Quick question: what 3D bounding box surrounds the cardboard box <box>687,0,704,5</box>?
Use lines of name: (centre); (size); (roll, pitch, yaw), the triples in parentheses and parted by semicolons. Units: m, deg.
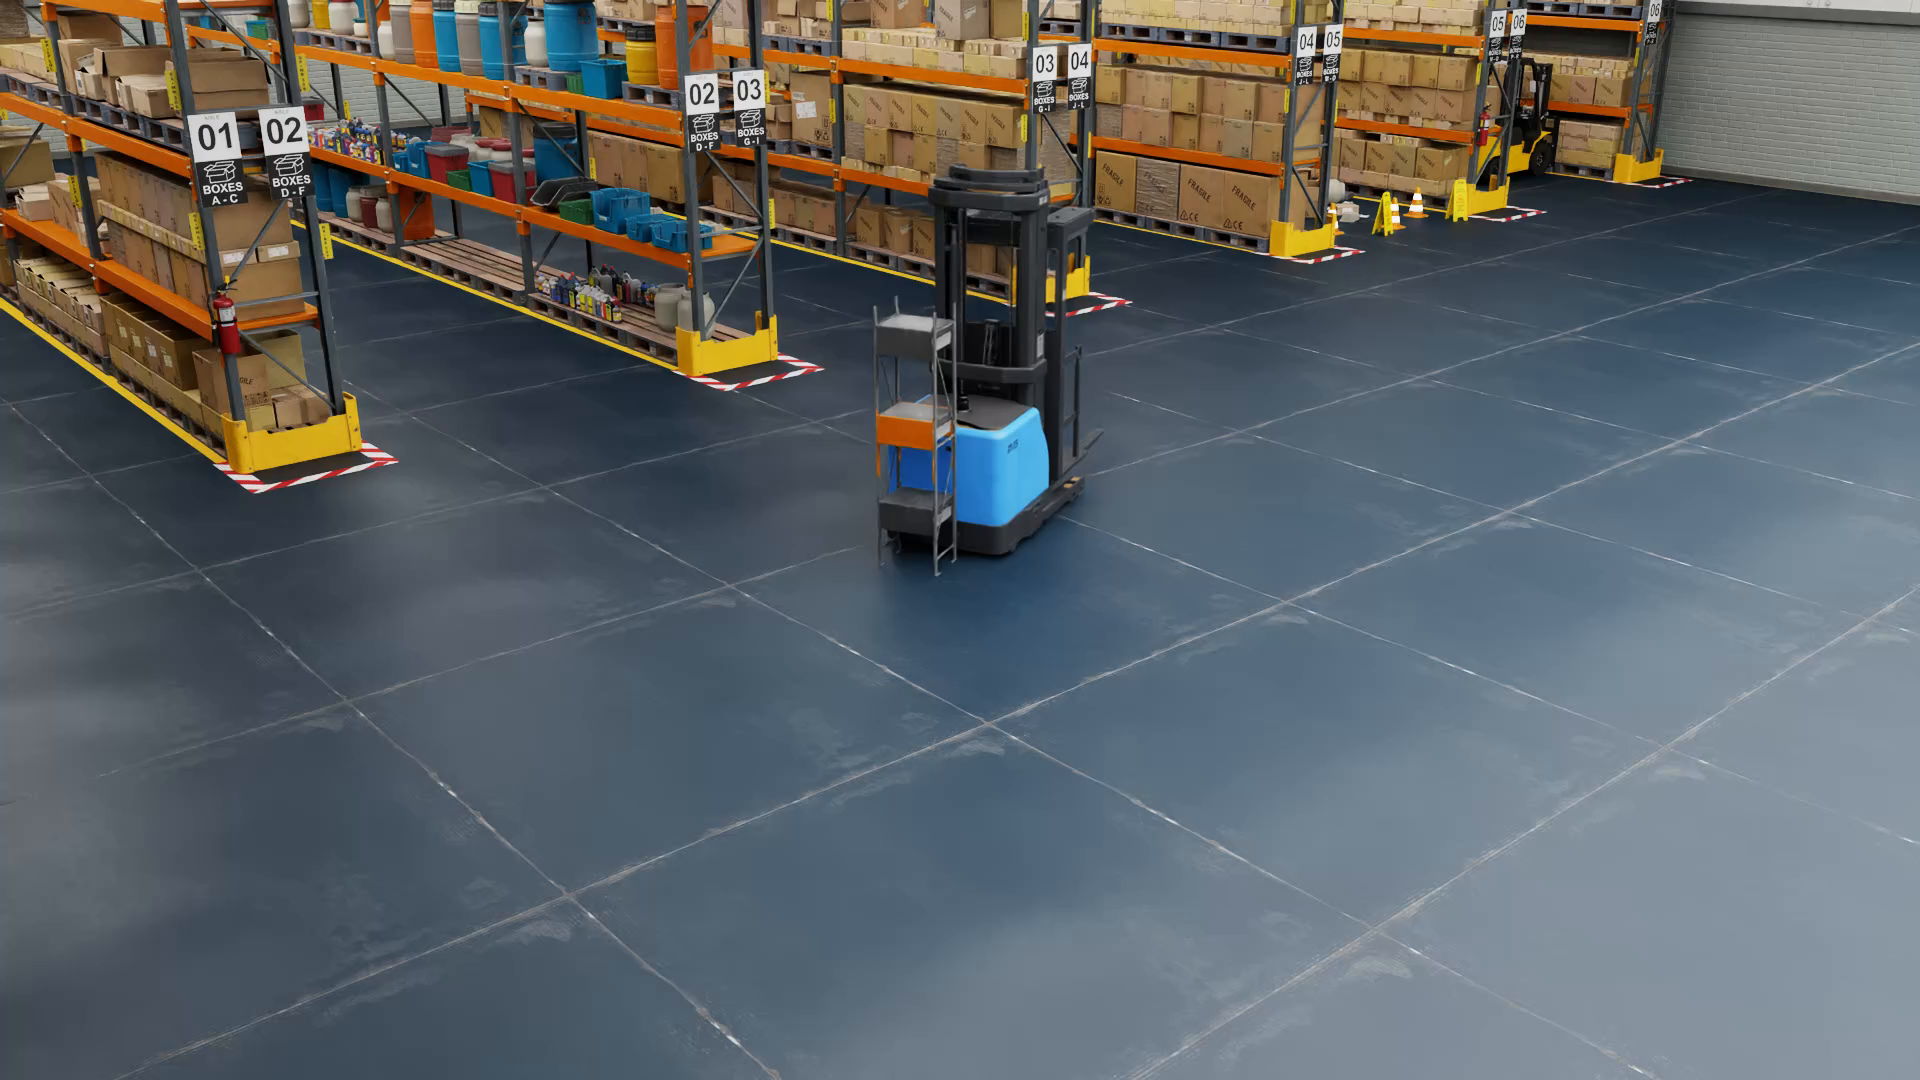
cardboard box: (-3.880, -8.238, 25.695); (0.500, 0.500, 0.500); (-17, 27, -37)

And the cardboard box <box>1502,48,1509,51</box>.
cardboard box: (10.637, -9.511, 32.447); (0.380, 0.149, 0.250); (-18, 28, -38)

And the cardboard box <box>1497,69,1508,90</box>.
cardboard box: (10.660, -8.772, 31.856); (0.500, 0.500, 0.500); (-18, 28, -38)

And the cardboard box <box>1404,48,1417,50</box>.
cardboard box: (9.194, -9.983, 34.058); (0.380, 0.149, 0.250); (-17, 27, -37)

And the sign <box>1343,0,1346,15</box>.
sign: (5.478, -7.667, 23.751); (0.100, 0.325, 0.005); (-17, 27, -37)

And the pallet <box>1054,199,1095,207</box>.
pallet: (1.882, -5.698, 27.968); (1.003, 0.211, 1.213); (-17, 27, -37)

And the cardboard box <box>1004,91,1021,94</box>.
cardboard box: (1.118, -7.870, 28.182); (0.700, 0.500, 0.500); (-18, 28, -38)

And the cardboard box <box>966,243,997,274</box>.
cardboard box: (0.419, -3.908, 22.426); (0.500, 0.500, 0.500); (-10, 23, -24)

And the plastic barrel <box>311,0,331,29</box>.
plastic barrel: (-9.606, -8.155, 25.472); (0.600, 0.588, 0.600); (0, 21, 0)

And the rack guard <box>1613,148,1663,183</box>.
rack guard: (12.511, -6.914, 30.677); (1.175, 0.500, 0.348); (-17, 27, -37)

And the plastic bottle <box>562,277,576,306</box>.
plastic bottle: (-4.798, -3.066, 20.455); (0.144, 0.351, 0.185); (-19, 28, -40)

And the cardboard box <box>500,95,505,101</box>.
cardboard box: (-8.391, -8.315, 31.171); (0.380, 0.149, 0.250); (-18, 28, -38)

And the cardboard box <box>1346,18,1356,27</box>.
cardboard box: (6.817, -8.859, 28.448); (0.380, 0.149, 0.250); (-19, 28, -39)

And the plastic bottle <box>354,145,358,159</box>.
plastic bottle: (-8.862, -5.726, 24.489); (0.097, 0.201, 0.097); (0, 21, 0)

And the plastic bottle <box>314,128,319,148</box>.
plastic bottle: (-9.860, -6.177, 25.527); (0.061, 0.283, 0.133); (-17, 27, -37)

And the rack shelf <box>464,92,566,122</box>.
rack shelf: (-7.909, -8.076, 31.202); (1.077, 0.370, 4.000); (-17, 27, -37)

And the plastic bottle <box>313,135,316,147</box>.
plastic bottle: (-9.921, -6.175, 25.634); (0.097, 0.201, 0.097); (0, 21, 0)

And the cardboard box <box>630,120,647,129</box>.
cardboard box: (-5.165, -7.159, 27.738); (0.500, 0.500, 0.500); (-19, 28, -39)

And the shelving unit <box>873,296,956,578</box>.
shelving unit: (-0.339, -0.787, 12.841); (0.503, 2.100, 0.431); (9, 23, 22)

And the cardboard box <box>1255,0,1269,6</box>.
cardboard box: (4.414, -7.670, 23.606); (0.380, 0.149, 0.250); (-17, 27, -37)

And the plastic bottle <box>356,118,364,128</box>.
plastic bottle: (-9.387, -6.429, 26.079); (0.144, 0.351, 0.185); (-17, 27, -37)

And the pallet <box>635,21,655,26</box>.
pallet: (-4.453, -8.227, 26.748); (1.213, 0.211, 1.003); (-16, 26, -35)

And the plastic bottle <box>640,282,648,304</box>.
plastic bottle: (-3.891, -3.052, 20.526); (0.097, 0.271, 0.097); (0, 21, 0)

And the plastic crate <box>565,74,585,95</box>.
plastic crate: (-4.310, -5.266, 19.220); (0.336, 0.188, 0.450); (-17, 27, -37)

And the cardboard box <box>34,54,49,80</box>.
cardboard box: (-10.090, -5.356, 18.789); (0.500, 0.250, 0.500); (20, 29, 41)

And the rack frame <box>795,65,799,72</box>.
rack frame: (-2.780, -9.011, 32.604); (1.000, 3.000, 0.127); (-17, 27, -37)

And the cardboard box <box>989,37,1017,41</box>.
cardboard box: (0.592, -6.482, 21.692); (0.380, 0.149, 0.250); (-18, 27, -38)

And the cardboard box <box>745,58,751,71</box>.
cardboard box: (-3.971, -9.544, 33.419); (0.500, 0.500, 0.500); (-18, 27, -38)

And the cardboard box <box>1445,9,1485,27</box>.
cardboard box: (8.199, -8.445, 26.842); (0.500, 0.250, 0.500); (-18, 28, -38)

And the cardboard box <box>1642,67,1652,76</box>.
cardboard box: (12.470, -8.589, 30.499); (0.380, 0.149, 0.250); (-18, 28, -39)

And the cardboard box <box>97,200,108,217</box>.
cardboard box: (-8.860, -3.519, 17.555); (0.380, 0.149, 0.250); (-18, 27, -38)

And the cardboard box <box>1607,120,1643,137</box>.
cardboard box: (12.325, -7.643, 30.935); (0.500, 0.250, 0.500); (-18, 28, -38)

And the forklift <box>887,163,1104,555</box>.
forklift: (0.457, -1.748, 14.155); (1.130, 2.935, 3.031); (9, 23, 22)

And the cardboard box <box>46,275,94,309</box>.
cardboard box: (-10.364, -2.931, 19.506); (0.500, 0.311, 0.500); (-18, 28, -38)

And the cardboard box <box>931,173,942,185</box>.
cardboard box: (-0.171, -4.845, 22.311); (0.380, 0.149, 0.250); (-17, 27, -37)

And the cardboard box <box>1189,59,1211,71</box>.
cardboard box: (4.651, -8.886, 31.164); (0.500, 0.500, 0.500); (-19, 28, -39)

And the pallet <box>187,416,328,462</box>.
pallet: (-6.808, -1.089, 16.200); (1.003, 0.211, 1.213); (-17, 27, -37)

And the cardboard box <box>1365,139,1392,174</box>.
cardboard box: (7.349, -6.610, 28.640); (0.500, 0.500, 0.500); (-18, 28, -39)

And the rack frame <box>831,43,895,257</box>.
rack frame: (-1.381, -5.648, 24.017); (1.000, 3.000, 0.127); (-17, 27, -37)

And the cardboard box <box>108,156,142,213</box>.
cardboard box: (-8.263, -3.681, 17.079); (0.700, 0.500, 0.500); (-18, 27, -38)

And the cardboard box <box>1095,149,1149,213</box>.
cardboard box: (2.800, -5.817, 26.785); (0.875, 0.875, 0.875); (-17, 27, -37)

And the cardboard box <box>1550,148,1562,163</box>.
cardboard box: (11.312, -7.335, 31.518); (0.500, 0.250, 0.500); (-17, 27, -37)

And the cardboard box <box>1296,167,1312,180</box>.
cardboard box: (5.795, -6.224, 28.913); (0.500, 0.500, 0.500); (0, 21, -1)

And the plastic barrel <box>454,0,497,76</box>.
plastic barrel: (-6.057, -6.369, 21.057); (0.600, 0.901, 0.600); (0, 21, 0)

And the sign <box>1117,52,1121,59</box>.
sign: (3.097, -9.518, 32.311); (0.100, 0.325, 0.005); (-17, 27, -37)

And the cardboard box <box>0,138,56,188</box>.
cardboard box: (-11.996, -4.785, 21.101); (0.500, 0.500, 0.700); (12, 24, 28)

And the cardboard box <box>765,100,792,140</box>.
cardboard box: (-2.583, -6.349, 25.089); (0.797, 0.503, 0.637); (-14, 26, -32)

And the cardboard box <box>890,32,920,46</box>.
cardboard box: (-0.716, -6.708, 22.270); (0.380, 0.149, 0.250); (-18, 28, -38)

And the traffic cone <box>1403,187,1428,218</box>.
traffic cone: (7.479, -5.532, 27.201); (0.336, 0.463, 0.334); (-17, 27, -37)

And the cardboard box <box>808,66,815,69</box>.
cardboard box: (-2.684, -9.073, 31.714); (0.380, 0.149, 0.250); (-17, 27, -36)

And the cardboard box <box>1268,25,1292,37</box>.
cardboard box: (4.580, -7.229, 23.571); (0.380, 0.149, 0.250); (-18, 27, -38)

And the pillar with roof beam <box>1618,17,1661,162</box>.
pillar with roof beam: (9.462, -10.260, 27.567); (9.100, 9.000, 0.400); (-17, 27, -37)

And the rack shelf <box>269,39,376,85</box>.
rack shelf: (-9.050, -7.188, 24.823); (1.077, 0.370, 4.000); (-17, 27, -37)

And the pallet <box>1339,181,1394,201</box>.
pallet: (7.392, -6.194, 29.236); (1.003, 0.211, 1.213); (-17, 27, -37)

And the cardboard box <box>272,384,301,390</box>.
cardboard box: (-6.788, -1.439, 16.466); (0.500, 0.250, 0.500); (-17, 27, -37)

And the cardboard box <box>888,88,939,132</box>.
cardboard box: (-0.627, -5.838, 22.586); (0.500, 0.500, 0.500); (-17, 27, -37)
